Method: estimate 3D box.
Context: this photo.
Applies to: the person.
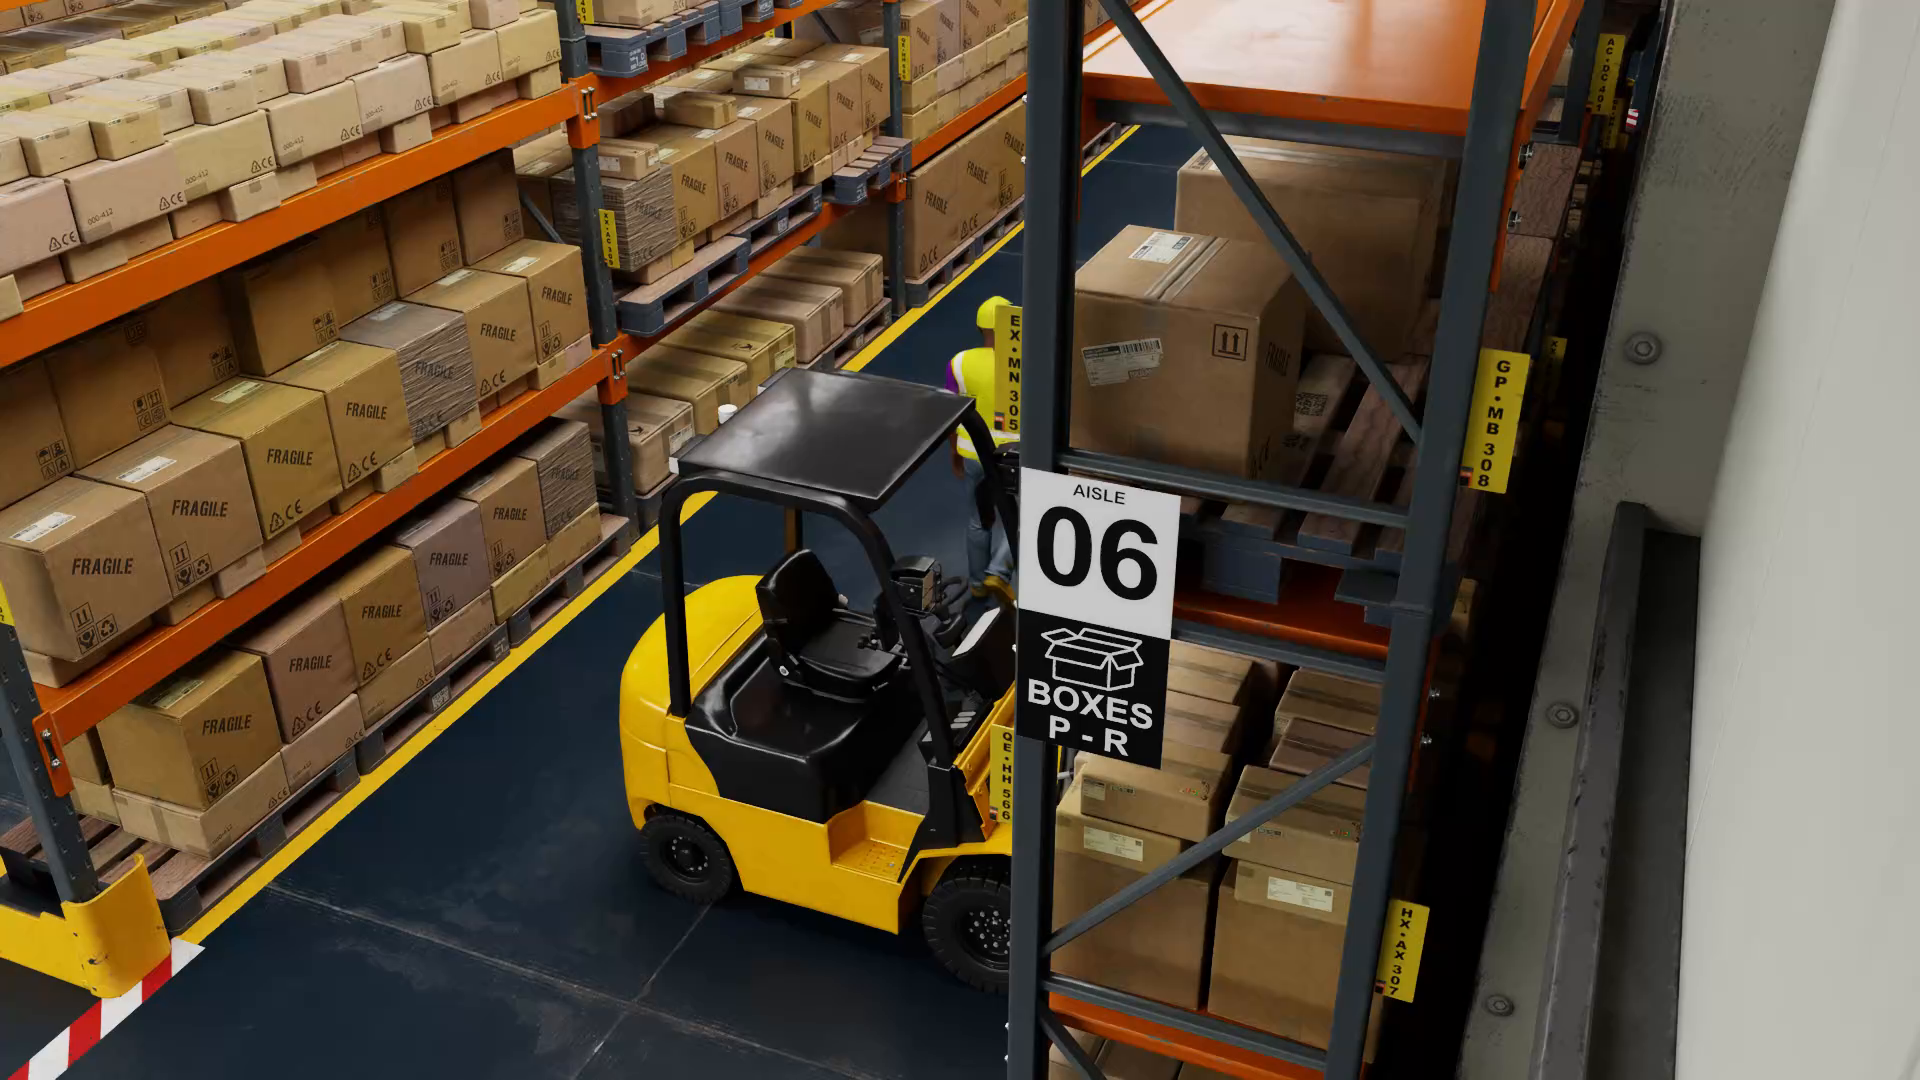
[{"bbox_3d":[0.173,-0.438,9.098,0.586,1.760,0.644,11,31,19],"label":"person"}]
